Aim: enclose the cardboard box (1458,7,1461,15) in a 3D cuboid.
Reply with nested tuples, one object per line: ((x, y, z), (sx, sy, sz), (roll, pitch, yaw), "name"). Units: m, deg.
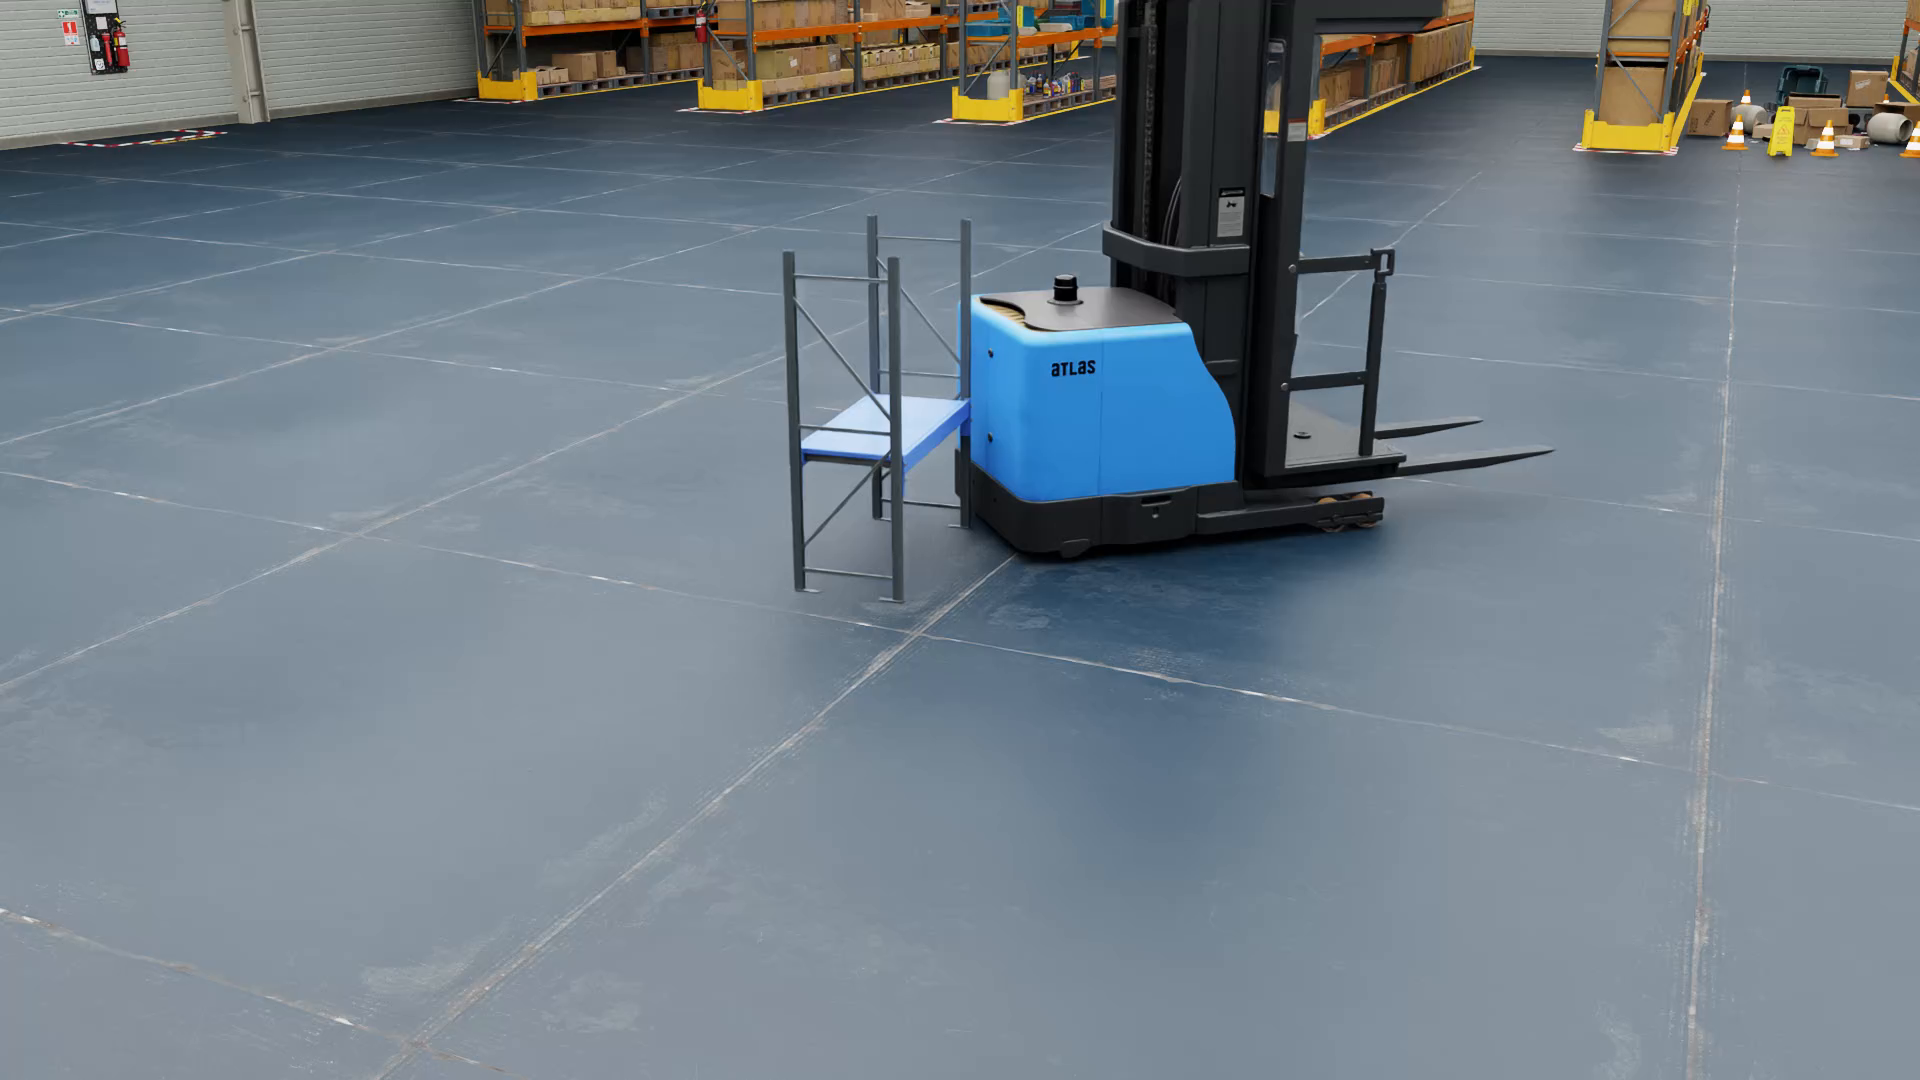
((10.853, -11.696, 36.755), (0.380, 0.149, 0.250), (9, 21, 23), "cardboard box")

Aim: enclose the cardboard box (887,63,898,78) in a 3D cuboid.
((-1.602, -9.595, 33.948), (0.500, 0.250, 0.500), (8, 21, 21), "cardboard box")

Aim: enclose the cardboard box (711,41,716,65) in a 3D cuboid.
((-5.861, -10.850, 37.076), (0.700, 0.500, 0.500), (9, 21, 23), "cardboard box")

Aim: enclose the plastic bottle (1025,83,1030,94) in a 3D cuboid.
((1.195, -8.059, 29.672), (0.097, 0.201, 0.097), (0, 20, 0), "plastic bottle")

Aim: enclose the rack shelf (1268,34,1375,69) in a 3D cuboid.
((5.803, -7.978, 26.998), (1.077, 0.370, 4.000), (9, 21, 23), "rack shelf")

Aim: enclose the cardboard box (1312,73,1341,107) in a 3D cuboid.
((6.012, -7.455, 27.557), (0.500, 0.500, 0.500), (7, 21, 18), "cardboard box")

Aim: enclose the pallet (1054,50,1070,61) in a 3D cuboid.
((2.143, -12.376, 42.453), (1.003, 0.211, 1.213), (9, 21, 23), "pallet")

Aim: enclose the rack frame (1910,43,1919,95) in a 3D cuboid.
((18.939, -10.014, 31.649), (1.000, 3.000, 0.127), (9, 21, 23), "rack frame")

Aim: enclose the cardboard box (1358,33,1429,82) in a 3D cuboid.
((8.562, -9.556, 32.905), (1.225, 0.875, 0.875), (8, 21, 20), "cardboard box")

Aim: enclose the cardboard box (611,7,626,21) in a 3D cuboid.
((-7.064, -10.568, 33.402), (0.500, 0.250, 0.500), (9, 21, 23), "cardboard box")

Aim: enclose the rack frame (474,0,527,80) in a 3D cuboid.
((-8.573, -9.744, 30.891), (1.000, 3.000, 0.127), (9, 21, 23), "rack frame")

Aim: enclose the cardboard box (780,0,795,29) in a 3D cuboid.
((-3.430, -9.566, 30.241), (0.700, 0.500, 0.500), (9, 21, 23), "cardboard box")

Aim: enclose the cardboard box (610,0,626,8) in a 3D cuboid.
((-7.045, -10.919, 33.269), (0.500, 0.500, 0.500), (8, 21, 22), "cardboard box")

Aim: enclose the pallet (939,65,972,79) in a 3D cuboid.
((-0.436, -10.420, 36.954), (1.003, 0.211, 1.213), (9, 21, 23), "pallet")

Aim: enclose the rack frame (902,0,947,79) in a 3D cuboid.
((-0.776, -11.511, 35.860), (1.000, 3.000, 0.127), (9, 21, 23), "rack frame")

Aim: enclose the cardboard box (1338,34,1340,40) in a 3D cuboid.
((5.824, -8.024, 26.430), (0.380, 0.149, 0.250), (9, 21, 23), "cardboard box")

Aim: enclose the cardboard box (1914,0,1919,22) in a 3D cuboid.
((19.294, -10.551, 33.012), (0.500, 0.500, 0.500), (8, 21, 22), "cardboard box")

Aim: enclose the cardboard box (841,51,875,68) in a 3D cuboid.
((-2.017, -9.547, 32.977), (0.500, 0.311, 0.500), (9, 21, 23), "cardboard box")

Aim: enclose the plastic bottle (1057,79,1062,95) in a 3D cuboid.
((1.757, -8.015, 29.445), (0.097, 0.271, 0.097), (0, 20, 0), "plastic bottle")

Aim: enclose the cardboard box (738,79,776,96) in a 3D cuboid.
((-3.629, -8.101, 29.749), (0.500, 0.250, 0.500), (9, 21, 23), "cardboard box")

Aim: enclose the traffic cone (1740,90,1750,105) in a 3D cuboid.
((13.033, -7.224, 27.591), (0.336, 0.463, 0.334), (9, 21, 23), "traffic cone")

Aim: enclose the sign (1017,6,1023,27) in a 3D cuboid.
((0.966, -8.438, 26.807), (0.100, 0.325, 0.005), (9, 21, 23), "sign")

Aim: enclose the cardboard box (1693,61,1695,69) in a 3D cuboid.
((14.822, -9.724, 34.018), (0.380, 0.149, 0.250), (10, 22, 25), "cardboard box")

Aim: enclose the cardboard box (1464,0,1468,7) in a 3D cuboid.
((11.164, -12.171, 37.494), (0.500, 0.250, 0.500), (8, 21, 21), "cardboard box")

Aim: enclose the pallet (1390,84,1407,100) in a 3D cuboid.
((7.939, -8.598, 31.831), (1.003, 0.211, 1.213), (9, 21, 23), "pallet")

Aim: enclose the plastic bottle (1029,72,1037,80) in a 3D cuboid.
((1.317, -8.319, 30.181), (0.144, 0.351, 0.185), (8, 21, 20), "plastic bottle")

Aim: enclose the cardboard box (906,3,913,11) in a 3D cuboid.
((-1.319, -11.222, 35.181), (0.500, 0.311, 0.500), (8, 21, 22), "cardboard box")

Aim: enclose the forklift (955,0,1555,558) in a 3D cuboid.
((1.548, -1.578, 8.031), (3.031, 2.935, 1.130), (-7, 21, -18), "forklift")

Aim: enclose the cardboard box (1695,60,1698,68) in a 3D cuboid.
((15.982, -10.457, 36.525), (0.380, 0.149, 0.250), (9, 22, 24), "cardboard box")

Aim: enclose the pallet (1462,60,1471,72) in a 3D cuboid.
((11.280, -11.027, 38.661), (1.003, 0.211, 1.213), (9, 21, 23), "pallet")

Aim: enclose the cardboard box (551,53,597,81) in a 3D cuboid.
((-7.628, -9.364, 32.898), (0.700, 0.500, 0.500), (7, 21, 19), "cardboard box")

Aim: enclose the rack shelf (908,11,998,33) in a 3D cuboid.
((0.043, -11.784, 37.700), (1.077, 0.370, 4.000), (9, 21, 23), "rack shelf")

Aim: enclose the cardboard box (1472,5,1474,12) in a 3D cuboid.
((11.691, -12.324, 38.520), (0.380, 0.149, 0.250), (9, 21, 24), "cardboard box")

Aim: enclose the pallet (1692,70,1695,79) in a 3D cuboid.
((15.624, -10.304, 36.628), (1.003, 0.211, 1.213), (9, 21, 23), "pallet")

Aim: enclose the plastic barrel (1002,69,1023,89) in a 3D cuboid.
((0.871, -7.775, 28.442), (0.421, 0.512, 0.421), (0, 20, 0), "plastic barrel")

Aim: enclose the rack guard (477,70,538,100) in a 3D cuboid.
((-8.541, -8.590, 31.376), (1.175, 0.500, 0.348), (9, 21, 23), "rack guard")

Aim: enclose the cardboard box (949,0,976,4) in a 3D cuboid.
((-0.072, -12.217, 37.070), (0.700, 0.500, 0.500), (13, 23, 33), "cardboard box")

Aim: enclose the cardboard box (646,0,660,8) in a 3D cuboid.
((-6.695, -11.372, 34.663), (0.700, 0.500, 0.500), (9, 21, 23), "cardboard box")

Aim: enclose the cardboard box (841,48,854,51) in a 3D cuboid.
((-2.302, -9.778, 33.626), (0.500, 0.311, 0.500), (9, 22, 24), "cardboard box")

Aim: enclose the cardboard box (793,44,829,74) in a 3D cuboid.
((-2.821, -9.068, 31.347), (0.500, 0.500, 0.500), (9, 21, 23), "cardboard box")

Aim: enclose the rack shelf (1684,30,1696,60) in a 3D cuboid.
((11.925, -8.489, 28.435), (1.077, 0.370, 4.000), (9, 21, 23), "rack shelf")

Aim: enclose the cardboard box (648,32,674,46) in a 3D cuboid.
((-6.471, -10.712, 35.568), (0.500, 0.250, 0.500), (8, 21, 22), "cardboard box")

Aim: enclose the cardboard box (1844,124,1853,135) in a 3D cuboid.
((13.372, -6.325, 25.359), (0.258, 0.266, 0.396), (-5, 20, -15), "cardboard box")

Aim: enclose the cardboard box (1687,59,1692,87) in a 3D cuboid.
((13.469, -8.795, 31.326), (0.500, 0.500, 0.500), (9, 21, 23), "cardboard box")

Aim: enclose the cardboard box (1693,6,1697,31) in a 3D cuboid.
((12.599, -9.160, 29.098), (0.500, 0.500, 0.500), (9, 21, 23), "cardboard box")

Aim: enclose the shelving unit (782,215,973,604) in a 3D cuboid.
((-0.339, -0.622, 7.480), (0.538, 1.500, 1.048), (6, 20, 16), "shelving unit")

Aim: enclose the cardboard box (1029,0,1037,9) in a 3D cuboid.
((1.526, -13.056, 40.056), (0.500, 0.500, 0.500), (9, 21, 24), "cardboard box")

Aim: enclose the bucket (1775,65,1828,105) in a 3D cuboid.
((13.154, -7.032, 25.883), (0.726, 0.611, 0.620), (18, 16, 41), "bucket")

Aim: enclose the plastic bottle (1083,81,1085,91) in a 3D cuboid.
((2.239, -8.343, 30.470), (0.097, 0.201, 0.097), (0, 20, 0), "plastic bottle")

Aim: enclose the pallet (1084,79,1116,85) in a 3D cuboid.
((2.888, -8.913, 32.717), (1.003, 0.211, 1.213), (9, 21, 23), "pallet")

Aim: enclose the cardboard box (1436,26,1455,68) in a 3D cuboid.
((10.242, -10.761, 36.295), (0.875, 0.875, 0.875), (9, 21, 23), "cardboard box")

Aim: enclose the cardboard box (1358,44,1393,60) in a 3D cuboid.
((7.805, -9.161, 31.207), (0.500, 0.250, 0.500), (11, 22, 29), "cardboard box")

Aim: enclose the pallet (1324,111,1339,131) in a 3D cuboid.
((5.380, -6.658, 26.375), (1.003, 0.211, 1.213), (9, 21, 23), "pallet")

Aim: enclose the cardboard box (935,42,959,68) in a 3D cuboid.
((-0.329, -10.641, 36.486), (0.500, 0.500, 0.500), (10, 22, 25), "cardboard box")

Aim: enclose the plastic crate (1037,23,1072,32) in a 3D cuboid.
((1.670, -8.952, 29.058), (0.530, 0.136, 0.437), (9, 21, 23), "plastic crate")

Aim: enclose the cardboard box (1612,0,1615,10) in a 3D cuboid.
((9.796, -7.862, 23.764), (0.875, 0.550, 0.550), (9, 21, 23), "cardboard box")
